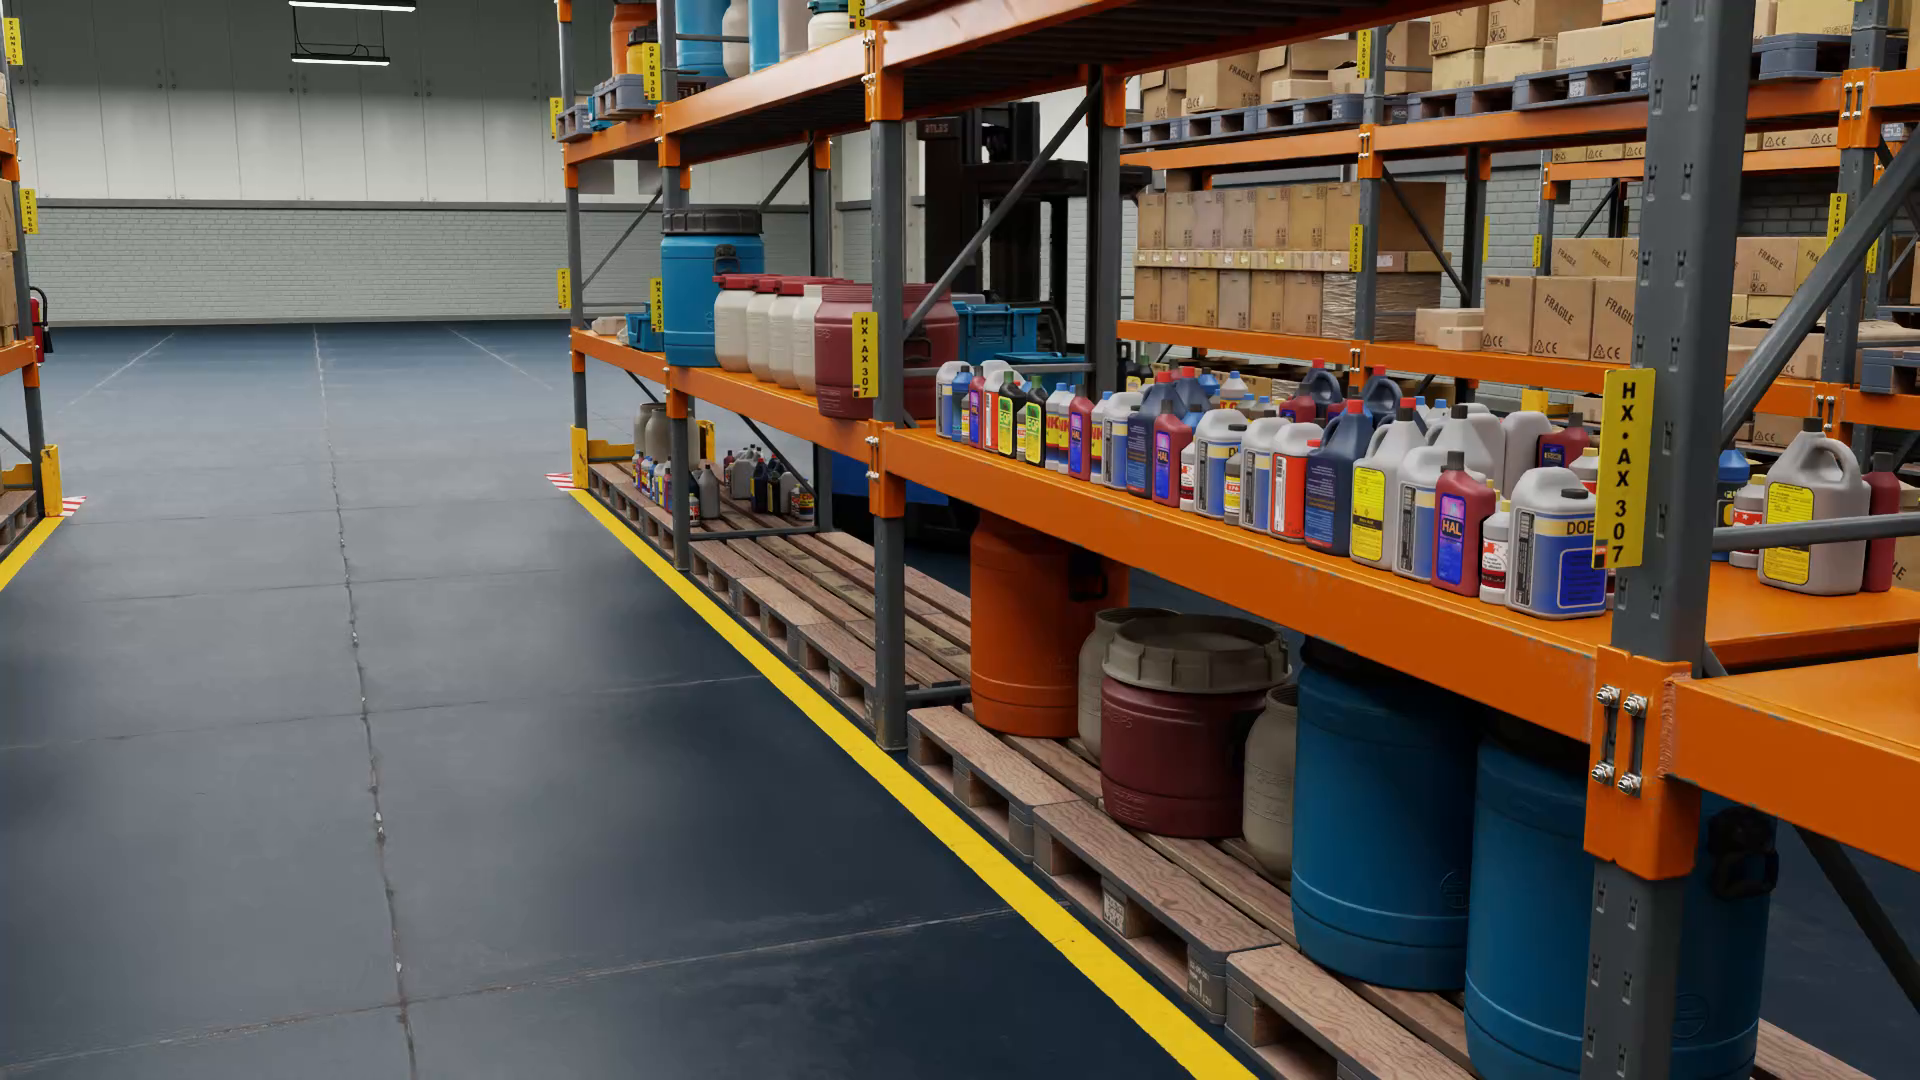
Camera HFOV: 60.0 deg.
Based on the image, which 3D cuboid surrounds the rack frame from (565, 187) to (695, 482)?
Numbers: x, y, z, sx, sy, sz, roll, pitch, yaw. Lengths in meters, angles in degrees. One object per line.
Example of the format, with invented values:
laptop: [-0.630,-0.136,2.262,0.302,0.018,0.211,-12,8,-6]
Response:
rack frame: [-2.753,-1.972,13.943,1.000,3.000,0.127,-4,11,-21]

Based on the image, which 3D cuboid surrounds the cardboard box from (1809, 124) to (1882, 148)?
cardboard box: [7.516,-3.551,13.912,0.500,0.500,0.500,-4,11,-19]

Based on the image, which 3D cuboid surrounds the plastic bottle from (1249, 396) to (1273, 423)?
plastic bottle: [1.011,-0.377,5.540,0.097,0.201,0.097,0,10,0]

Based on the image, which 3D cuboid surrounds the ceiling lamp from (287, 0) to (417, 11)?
ceiling lamp: [-10.093,-10.368,27.342,2.000,3.185,0.800,-4,11,-21]

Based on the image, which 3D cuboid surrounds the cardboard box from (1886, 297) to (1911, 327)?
cardboard box: [7.960,-1.974,14.326,0.500,0.250,0.500,-4,11,-20]

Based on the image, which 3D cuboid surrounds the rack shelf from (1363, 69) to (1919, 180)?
rack shelf: [4.040,-2.429,10.002,1.077,0.370,4.000,-4,11,-21]

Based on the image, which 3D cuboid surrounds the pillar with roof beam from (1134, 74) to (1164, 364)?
pillar with roof beam: [-0.820,-7.181,26.094,9.100,9.000,0.400,-4,11,-21]

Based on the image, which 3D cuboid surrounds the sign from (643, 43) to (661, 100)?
sign: [-1.820,-2.768,9.823,0.100,0.325,0.005,-4,11,-21]

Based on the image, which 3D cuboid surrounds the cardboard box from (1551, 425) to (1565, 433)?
cardboard box: [3.923,-0.630,11.447,0.500,0.311,0.500,-4,11,-19]

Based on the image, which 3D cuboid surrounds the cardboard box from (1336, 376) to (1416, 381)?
cardboard box: [3.250,-1.032,13.168,0.500,0.500,0.500,-4,11,-21]

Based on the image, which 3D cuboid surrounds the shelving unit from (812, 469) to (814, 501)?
shelving unit: [-0.797,-0.977,12.628,0.587,1.500,1.083,-2,10,-9]

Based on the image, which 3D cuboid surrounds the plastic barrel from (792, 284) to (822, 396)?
plastic barrel: [-0.578,-0.945,7.847,0.421,0.512,0.421,0,10,0]

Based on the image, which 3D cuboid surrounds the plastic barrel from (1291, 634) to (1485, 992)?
plastic barrel: [1.158,0.607,4.234,0.600,0.901,0.708,-4,11,-21]

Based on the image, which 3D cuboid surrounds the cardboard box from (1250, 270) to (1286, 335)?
cardboard box: [2.773,-1.922,13.376,0.700,0.500,0.500,-4,11,-20]

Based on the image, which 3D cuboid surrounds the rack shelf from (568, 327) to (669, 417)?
rack shelf: [-2.028,-1.292,12.171,1.077,0.370,4.000,-4,11,-21]

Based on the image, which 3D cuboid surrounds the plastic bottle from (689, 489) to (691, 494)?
plastic bottle: [-1.785,-0.256,10.796,0.061,0.283,0.133,-3,11,-18]

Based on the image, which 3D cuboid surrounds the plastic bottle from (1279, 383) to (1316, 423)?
plastic bottle: [1.037,-0.344,5.124,0.061,0.283,0.133,-4,11,-21]

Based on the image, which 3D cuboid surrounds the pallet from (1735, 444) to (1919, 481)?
pallet: [7.654,-0.683,14.655,1.003,0.211,1.213,-4,11,-21]

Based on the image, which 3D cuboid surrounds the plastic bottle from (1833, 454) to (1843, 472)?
plastic bottle: [1.812,-0.065,3.553,0.061,0.283,0.133,-4,11,-21]

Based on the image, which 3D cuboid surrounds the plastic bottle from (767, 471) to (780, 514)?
plastic bottle: [-1.252,-0.323,11.169,0.061,0.283,0.133,-4,11,-21]

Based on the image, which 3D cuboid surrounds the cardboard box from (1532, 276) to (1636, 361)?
cardboard box: [3.950,-1.388,10.374,0.500,0.500,0.500,-4,11,-21]

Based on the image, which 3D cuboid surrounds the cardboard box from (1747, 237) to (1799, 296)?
cardboard box: [7.285,-2.392,14.532,0.500,0.500,0.500,-4,11,-21]

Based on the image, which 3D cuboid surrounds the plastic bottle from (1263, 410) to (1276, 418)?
plastic bottle: [0.813,-0.207,4.385,0.097,0.271,0.097,0,10,0]

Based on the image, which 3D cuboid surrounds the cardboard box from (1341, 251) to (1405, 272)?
cardboard box: [3.017,-2.033,12.144,0.380,0.149,0.250,-4,11,-21]

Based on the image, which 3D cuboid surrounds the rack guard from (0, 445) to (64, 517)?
rack guard: [-7.341,-0.415,12.325,1.175,0.500,0.348,-4,11,-21]

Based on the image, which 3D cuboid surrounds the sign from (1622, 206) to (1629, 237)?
sign: [7.006,-3.359,17.528,0.100,0.325,0.005,-4,11,-21]

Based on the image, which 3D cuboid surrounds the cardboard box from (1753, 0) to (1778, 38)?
cardboard box: [4.341,-2.745,8.950,0.500,0.250,0.500,-4,11,-19]

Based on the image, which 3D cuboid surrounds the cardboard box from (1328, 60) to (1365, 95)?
cardboard box: [3.182,-3.529,12.784,0.500,0.311,0.500,-5,11,-24]

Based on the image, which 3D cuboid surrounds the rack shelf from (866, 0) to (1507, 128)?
rack shelf: [0.871,-1.463,4.567,1.077,0.370,4.000,-4,11,-21]

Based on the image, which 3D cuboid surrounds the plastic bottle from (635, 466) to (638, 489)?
plastic bottle: [-2.349,-0.479,12.280,0.097,0.201,0.097,0,10,0]

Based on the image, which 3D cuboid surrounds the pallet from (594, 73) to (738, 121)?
pallet: [-1.656,-2.815,10.654,1.213,0.211,1.003,-4,11,-21]

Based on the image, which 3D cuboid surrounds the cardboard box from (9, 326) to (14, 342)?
cardboard box: [-7.073,-1.501,12.010,0.380,0.149,0.250,-4,11,-21]

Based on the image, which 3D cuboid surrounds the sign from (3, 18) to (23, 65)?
sign: [-6.844,-3.603,12.016,0.100,0.325,0.005,-4,11,-21]

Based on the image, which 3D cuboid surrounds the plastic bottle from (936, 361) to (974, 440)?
plastic bottle: [0.002,-0.514,6.101,0.152,0.276,0.135,-4,11,-21]

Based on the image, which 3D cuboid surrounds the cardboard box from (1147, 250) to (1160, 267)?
cardboard box: [1.905,-2.534,14.963,0.380,0.149,0.250,-4,11,-22]

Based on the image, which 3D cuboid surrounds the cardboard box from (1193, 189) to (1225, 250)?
cardboard box: [2.421,-2.721,14.160,0.700,0.500,0.500,-4,11,-21]

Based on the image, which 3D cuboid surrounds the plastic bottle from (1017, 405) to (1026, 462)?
plastic bottle: [0.234,-0.360,5.444,0.097,0.201,0.097,0,10,0]

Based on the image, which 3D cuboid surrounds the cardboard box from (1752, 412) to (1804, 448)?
cardboard box: [7.517,-1.101,14.926,0.500,0.500,0.500,-5,11,-25]

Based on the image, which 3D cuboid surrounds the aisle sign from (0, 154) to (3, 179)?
aisle sign: [-7.112,-2.967,12.112,0.394,0.787,0.004,-4,11,-21]

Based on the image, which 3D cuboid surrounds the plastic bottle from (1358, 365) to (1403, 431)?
plastic bottle: [1.239,-0.336,4.886,0.144,0.351,0.185,-4,11,-21]

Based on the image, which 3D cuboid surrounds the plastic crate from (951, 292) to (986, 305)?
plastic crate: [-0.154,-0.981,8.189,0.402,0.464,0.583,-4,11,-21]

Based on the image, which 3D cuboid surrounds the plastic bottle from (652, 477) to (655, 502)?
plastic bottle: [-2.115,-0.374,11.689,0.097,0.201,0.097,0,10,0]

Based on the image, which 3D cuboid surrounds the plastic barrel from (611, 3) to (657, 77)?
plastic barrel: [-2.458,-3.796,13.206,0.600,0.830,0.708,-4,11,-21]

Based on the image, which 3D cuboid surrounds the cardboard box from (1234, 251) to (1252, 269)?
cardboard box: [2.459,-2.283,13.552,0.380,0.149,0.250,-4,11,-19]

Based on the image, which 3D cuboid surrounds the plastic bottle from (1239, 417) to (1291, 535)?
plastic bottle: [0.788,-0.160,4.110,0.152,0.276,0.135,-4,11,-21]

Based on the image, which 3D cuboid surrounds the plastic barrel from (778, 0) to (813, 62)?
plastic barrel: [-0.680,-2.867,8.977,0.600,0.901,0.600,0,10,0]

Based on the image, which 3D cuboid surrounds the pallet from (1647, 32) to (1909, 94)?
pallet: [4.435,-2.469,8.711,1.213,0.211,1.003,-3,11,-18]

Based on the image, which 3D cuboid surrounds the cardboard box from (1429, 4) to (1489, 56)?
cardboard box: [3.502,-3.509,11.104,0.500,0.500,0.500,-4,11,-20]

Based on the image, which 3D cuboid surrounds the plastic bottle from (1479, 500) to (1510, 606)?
plastic bottle: [1.084,0.023,3.292,0.097,0.201,0.097,0,10,0]

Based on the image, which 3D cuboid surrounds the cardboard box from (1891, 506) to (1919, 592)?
cardboard box: [4.663,0.126,8.027,0.500,0.500,0.500,-3,11,-18]

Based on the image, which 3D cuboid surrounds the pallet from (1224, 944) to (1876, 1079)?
pallet: [1.355,1.231,3.899,1.003,0.211,1.213,-4,11,-21]

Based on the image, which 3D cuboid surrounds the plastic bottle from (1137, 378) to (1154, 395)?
plastic bottle: [0.715,-0.510,6.288,0.097,0.201,0.097,0,10,0]

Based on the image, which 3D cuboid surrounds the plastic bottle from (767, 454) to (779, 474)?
plastic bottle: [-1.277,-0.421,11.528,0.144,0.351,0.185,-4,11,-23]

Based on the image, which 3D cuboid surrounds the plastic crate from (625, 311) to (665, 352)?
plastic crate: [-1.957,-1.410,11.204,0.499,0.251,0.616,-4,11,-21]

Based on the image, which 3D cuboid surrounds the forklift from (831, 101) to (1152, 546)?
forklift: [0.582,-1.387,10.847,3.031,2.935,1.130,7,12,35]

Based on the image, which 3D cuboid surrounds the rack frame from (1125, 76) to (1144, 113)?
rack frame: [1.865,-5.240,15.182,1.000,3.000,0.127,-4,11,-21]

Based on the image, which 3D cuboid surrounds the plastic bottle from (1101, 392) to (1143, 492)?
plastic bottle: [0.504,-0.288,4.828,0.152,0.276,0.135,-4,11,-21]

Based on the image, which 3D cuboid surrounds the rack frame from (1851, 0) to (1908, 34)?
rack frame: [4.764,-3.934,7.841,1.000,3.000,0.127,-4,11,-21]

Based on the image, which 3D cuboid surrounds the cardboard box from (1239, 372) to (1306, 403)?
cardboard box: [2.588,-1.081,13.443,0.500,0.500,0.500,-4,11,-21]
